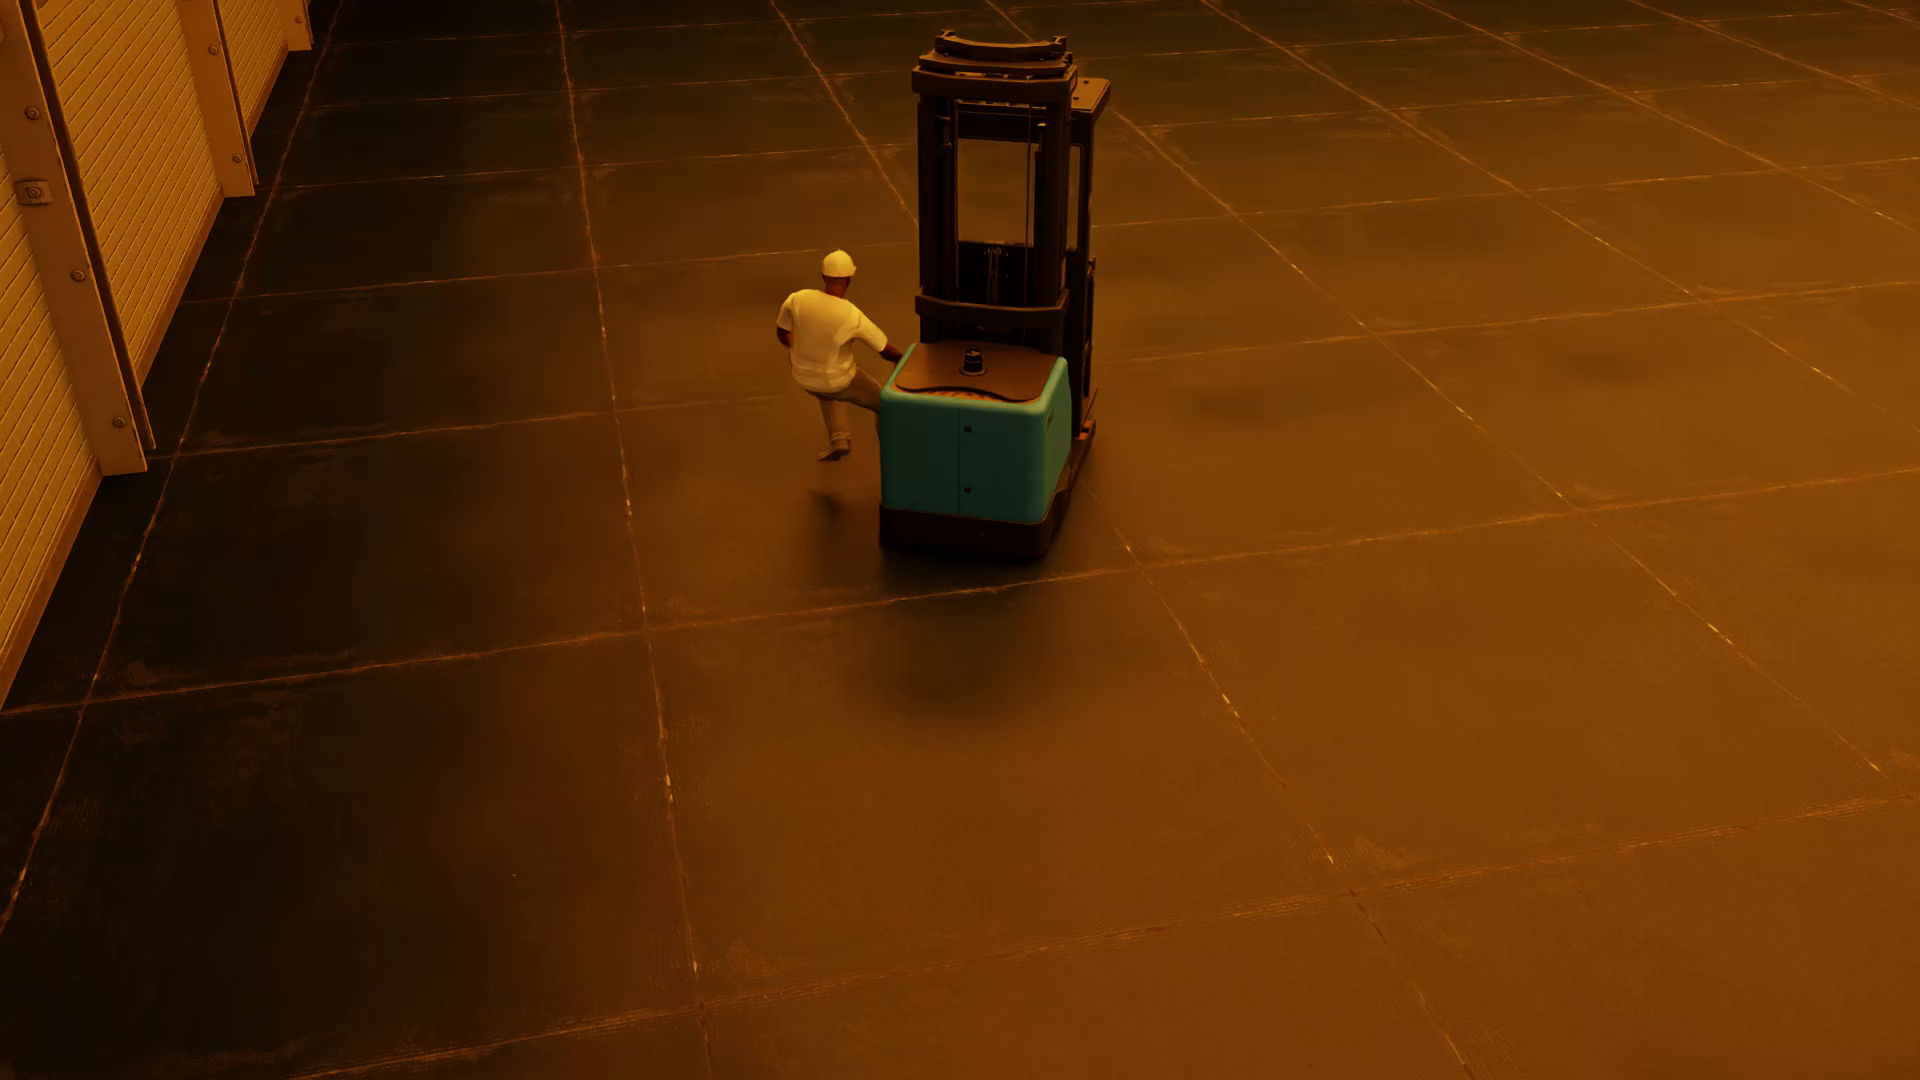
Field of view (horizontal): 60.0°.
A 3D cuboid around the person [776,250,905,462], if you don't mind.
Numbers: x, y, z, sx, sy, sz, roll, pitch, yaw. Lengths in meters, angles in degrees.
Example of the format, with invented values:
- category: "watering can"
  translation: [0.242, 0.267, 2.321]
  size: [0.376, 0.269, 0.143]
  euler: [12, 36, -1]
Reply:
- category: "person"
  translation: [-0.740, -1.164, 10.864]
  size: [0.804, 1.621, 0.693]
  euler: [12, 32, 19]

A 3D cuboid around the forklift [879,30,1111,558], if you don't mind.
- category: "forklift"
  translation: [0.334, -1.881, 10.824]
  size: [1.130, 2.935, 3.031]
  euler: [7, 31, 11]
